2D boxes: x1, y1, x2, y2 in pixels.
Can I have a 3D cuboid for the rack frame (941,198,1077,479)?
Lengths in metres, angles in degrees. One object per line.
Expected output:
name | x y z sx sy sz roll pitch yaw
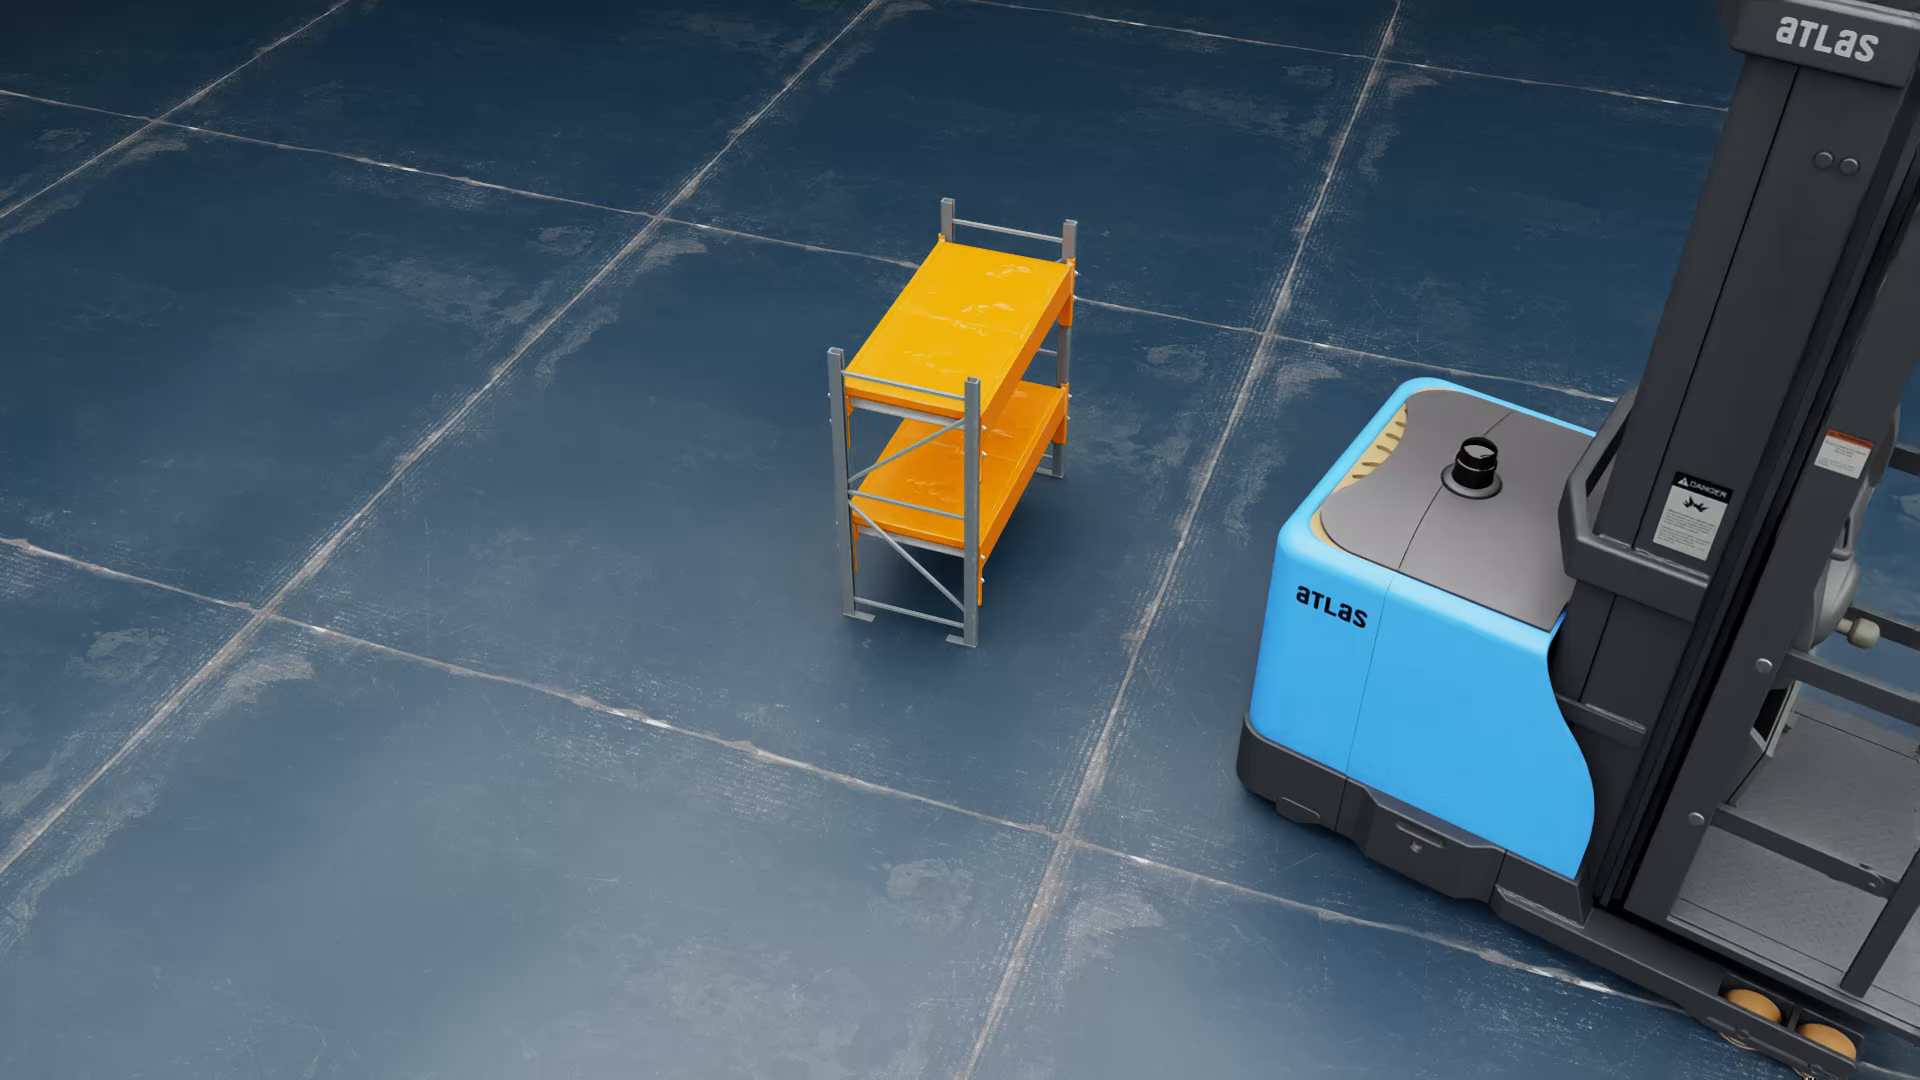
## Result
rack frame | 0.172 -0.734 6.243 0.500 1.125 0.032 13 42 15

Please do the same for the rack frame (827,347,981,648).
rack frame | -0.176 -0.114 5.517 0.500 1.125 0.032 13 42 15

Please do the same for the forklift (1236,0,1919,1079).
forklift | 2.381 -0.034 4.032 3.031 2.935 1.130 24 46 25

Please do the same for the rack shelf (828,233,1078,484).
rack shelf | -0.002 -0.646 5.690 0.538 0.278 1.000 13 42 15

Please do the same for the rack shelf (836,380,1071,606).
rack shelf | -0.002 -0.238 6.039 0.538 0.278 1.000 13 42 15

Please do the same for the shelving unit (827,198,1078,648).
shelving unit | -0.002 -0.424 5.880 0.538 1.125 1.048 13 42 15
